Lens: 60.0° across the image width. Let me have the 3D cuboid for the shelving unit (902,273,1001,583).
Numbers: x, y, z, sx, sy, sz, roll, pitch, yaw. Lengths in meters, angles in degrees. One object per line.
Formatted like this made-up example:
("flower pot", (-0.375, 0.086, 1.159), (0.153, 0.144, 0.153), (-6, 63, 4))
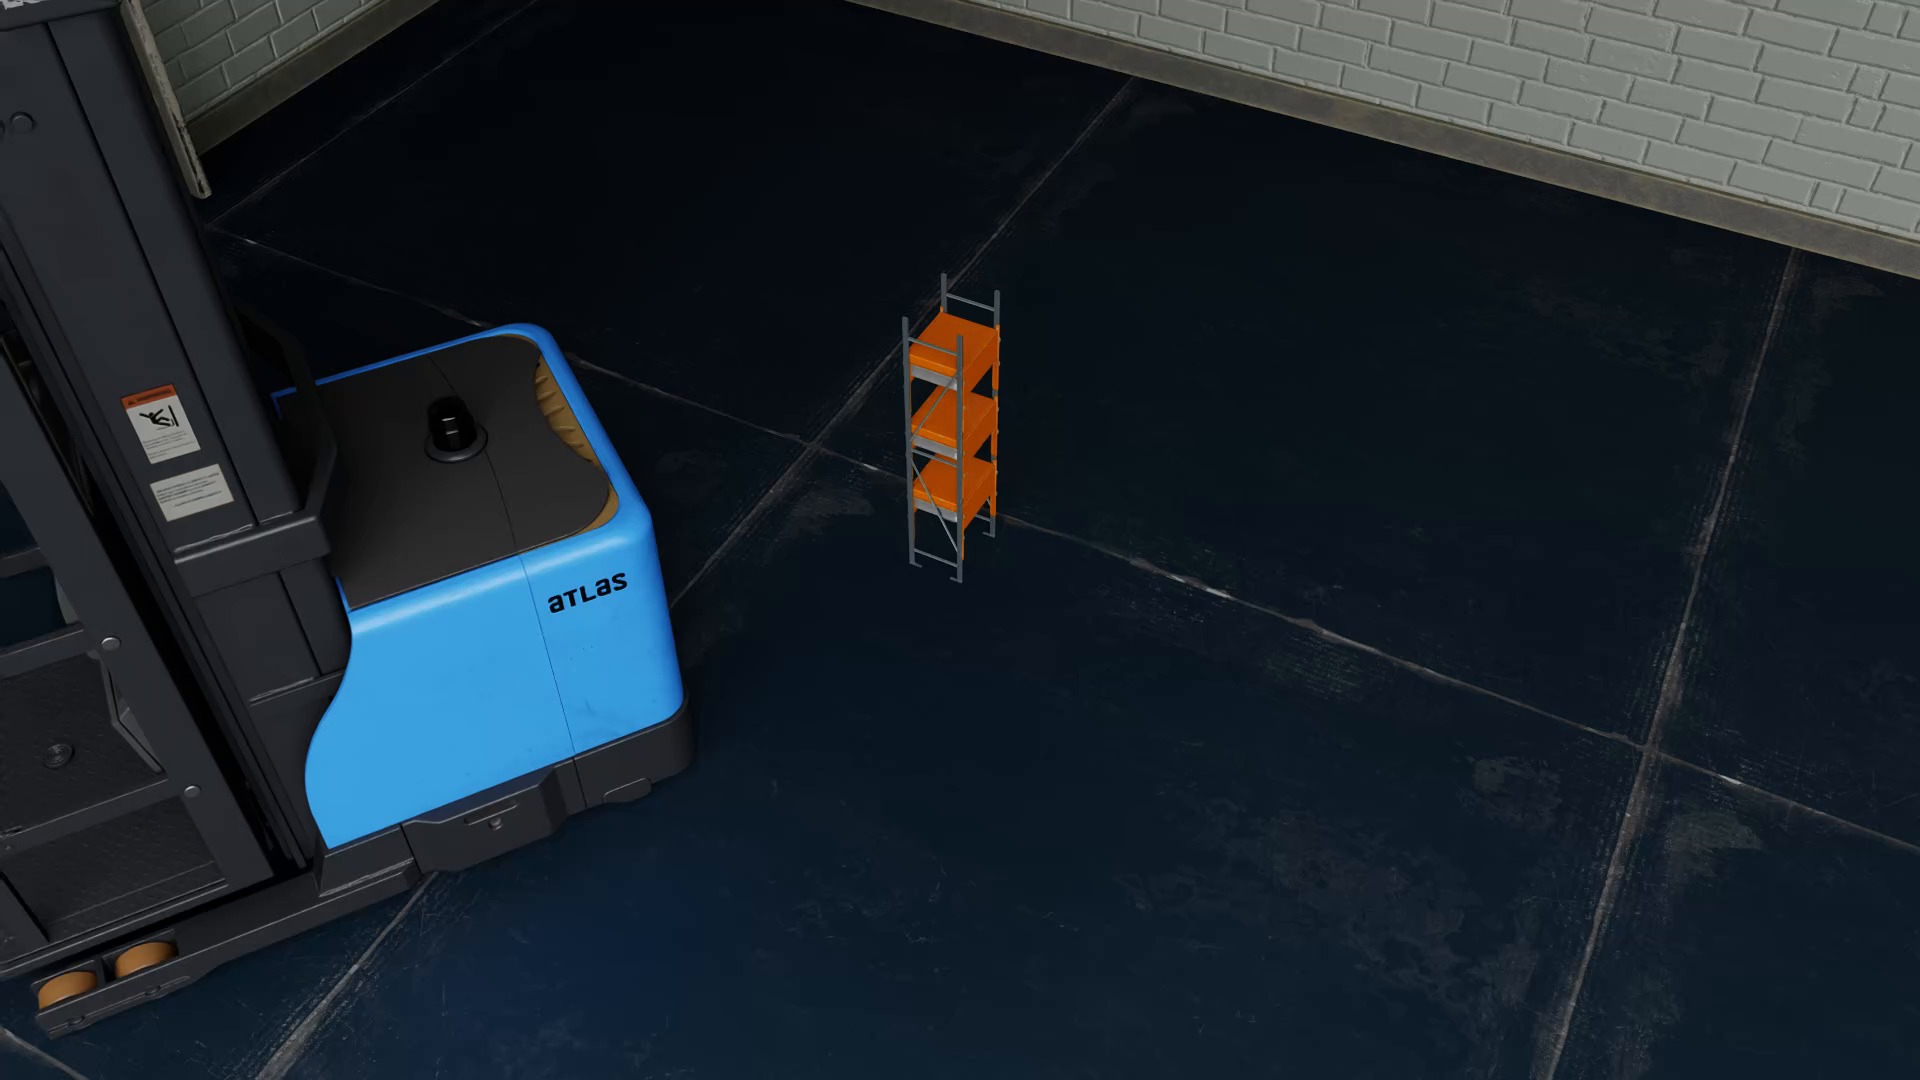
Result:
("shelving unit", (-0.025, -0.335, 5.343), (0.215, 1.050, 0.252), (20, 49, 19))

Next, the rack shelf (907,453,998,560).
("rack shelf", (-0.025, -0.133, 5.548), (0.215, 0.259, 0.240), (20, 49, 19))

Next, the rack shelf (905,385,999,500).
("rack shelf", (-0.025, -0.328, 5.351), (0.215, 0.259, 0.240), (20, 49, 19))

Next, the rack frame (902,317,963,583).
("rack frame", (-0.081, -0.258, 5.267), (0.200, 1.050, 0.008), (20, 49, 19))

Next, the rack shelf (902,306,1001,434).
("rack shelf", (-0.025, -0.527, 5.149), (0.215, 0.259, 0.240), (20, 49, 19))

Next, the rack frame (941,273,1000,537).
("rack frame", (0.032, -0.412, 5.419), (0.200, 1.050, 0.008), (20, 49, 19))

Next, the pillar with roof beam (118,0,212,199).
("pillar with roof beam", (0.331, -3.182, 2.568), (9.100, 9.000, 0.400), (20, 49, 19))

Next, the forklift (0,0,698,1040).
("forklift", (-2.341, -0.152, 3.839), (3.031, 2.935, 1.130), (-20, 49, -19))
